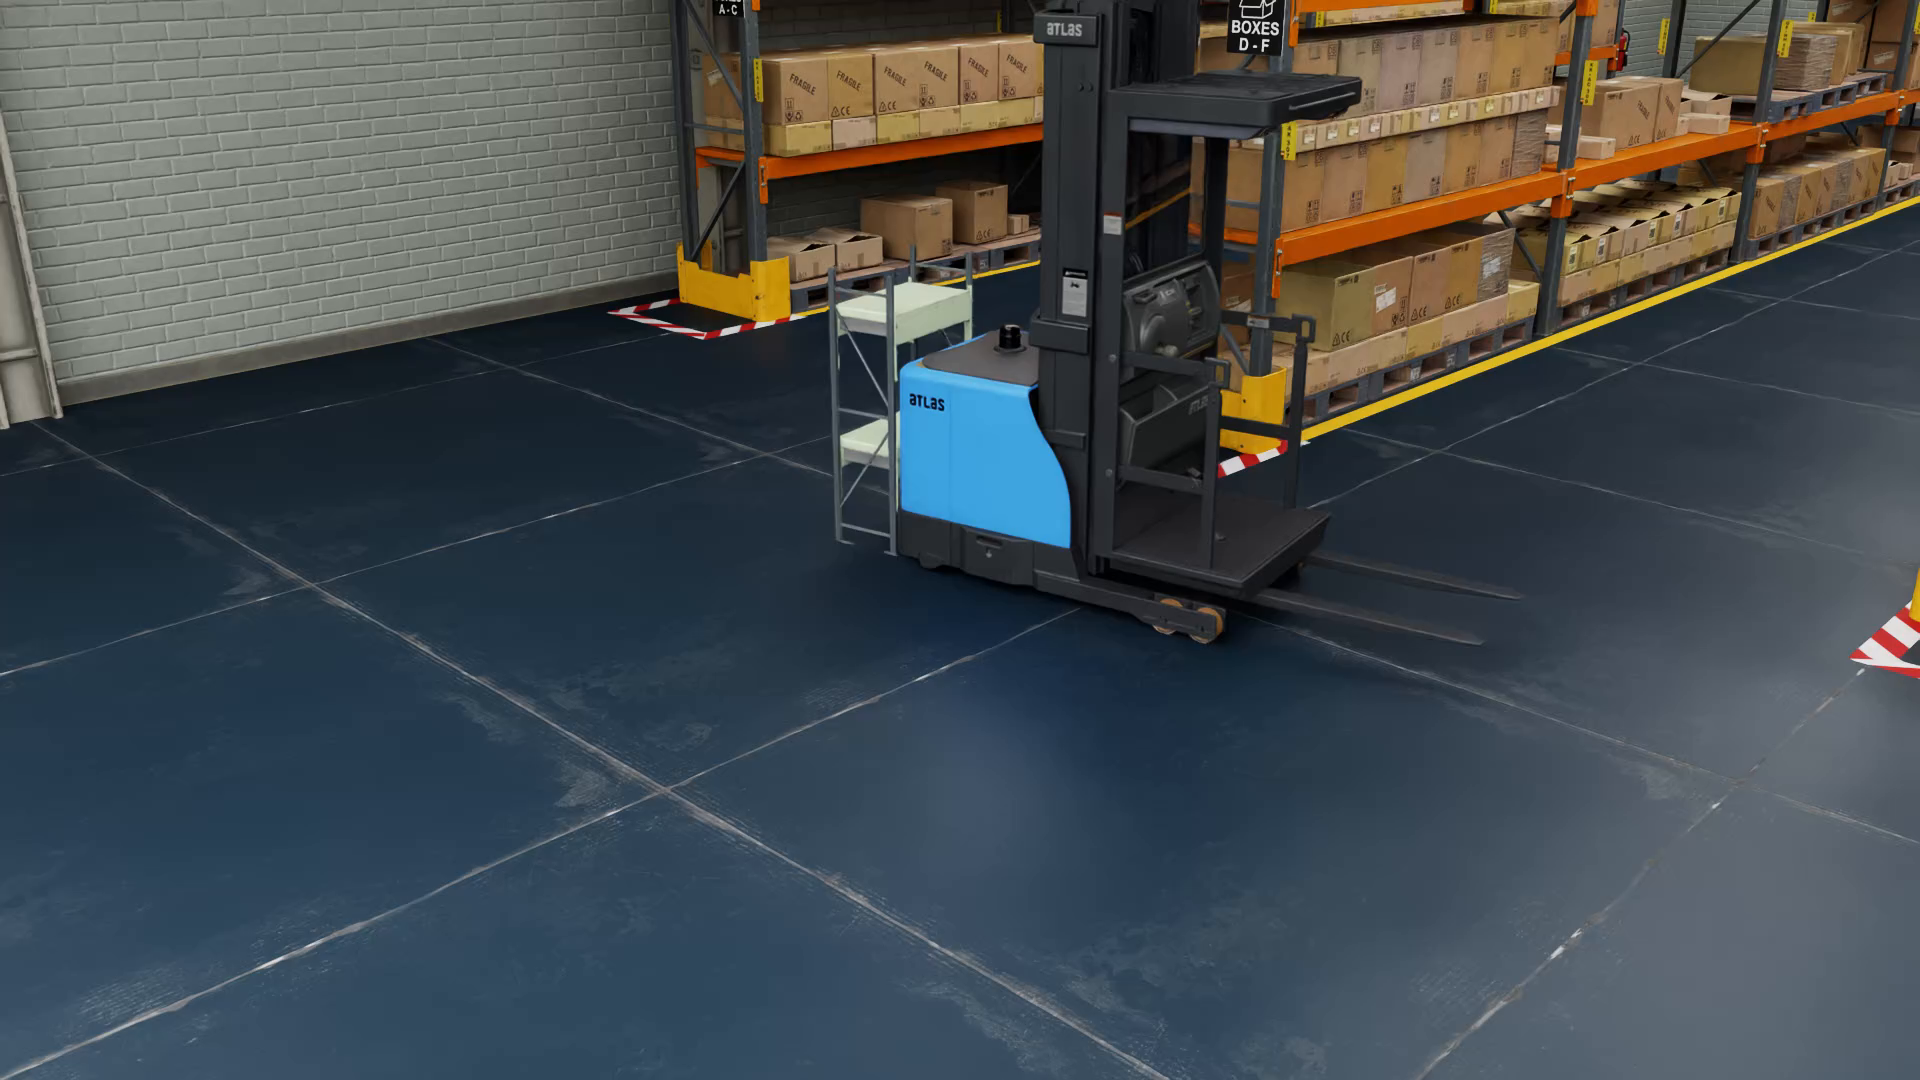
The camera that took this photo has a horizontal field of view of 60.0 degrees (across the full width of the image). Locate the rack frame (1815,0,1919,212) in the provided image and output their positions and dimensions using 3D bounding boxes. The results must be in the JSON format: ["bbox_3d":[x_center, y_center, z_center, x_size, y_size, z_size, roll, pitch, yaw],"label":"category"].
[{"bbox_3d":[9.939,-5.211,18.451,1.000,3.000,0.127,19,28,41],"label":"rack frame"}]

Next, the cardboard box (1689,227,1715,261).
[{"bbox_3d":[6.599,-2.765,15.336,0.500,0.250,0.500,19,28,40],"label":"cardboard box"}]

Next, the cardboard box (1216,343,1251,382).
[{"bbox_3d":[1.730,-1.251,11.394,0.500,0.250,0.500,19,28,41],"label":"cardboard box"}]

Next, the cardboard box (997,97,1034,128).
[{"bbox_3d":[0.339,-4.009,15.505,0.500,0.250,0.500,19,28,41],"label":"cardboard box"}]

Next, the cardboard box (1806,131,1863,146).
[{"bbox_3d":[10.133,-4.467,19.386,0.500,0.500,0.500,19,28,41],"label":"cardboard box"}]

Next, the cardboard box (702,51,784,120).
[{"bbox_3d":[-1.808,-3.829,13.991,0.500,0.500,0.500,19,28,40],"label":"cardboard box"}]

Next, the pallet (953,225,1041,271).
[{"bbox_3d":[0.363,-2.910,16.352,1.003,0.211,1.213,19,28,41],"label":"pallet"}]

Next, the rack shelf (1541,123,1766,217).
[{"bbox_3d":[5.753,-3.333,14.567,1.077,0.370,4.000,19,28,41],"label":"rack shelf"}]

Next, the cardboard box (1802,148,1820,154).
[{"bbox_3d":[9.062,-4.046,18.291,0.500,0.500,0.500,-20,28,-41],"label":"cardboard box"}]

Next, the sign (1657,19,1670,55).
[{"bbox_3d":[6.753,-4.819,15.929,0.100,0.325,0.005,19,28,41],"label":"sign"}]

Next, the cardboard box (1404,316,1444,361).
[{"bbox_3d":[3.148,-1.506,12.059,0.500,0.250,0.500,19,28,41],"label":"cardboard box"}]

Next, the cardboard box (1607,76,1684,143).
[{"bbox_3d":[5.989,-3.794,14.625,0.500,0.500,0.500,17,27,38],"label":"cardboard box"}]

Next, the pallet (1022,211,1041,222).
[{"bbox_3d":[1.348,-3.292,17.346,1.003,0.211,1.213,19,28,41],"label":"pallet"}]

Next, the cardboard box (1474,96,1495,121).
[{"bbox_3d":[3.610,-3.119,11.965,0.380,0.149,0.250,19,28,40],"label":"cardboard box"}]

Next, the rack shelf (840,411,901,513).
[{"bbox_3d":[-0.304,-0.462,9.095,0.431,0.370,0.720,13,25,31],"label":"rack shelf"}]

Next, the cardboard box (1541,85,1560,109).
[{"bbox_3d":[4.321,-3.380,12.645,0.380,0.149,0.250,19,28,41],"label":"cardboard box"}]

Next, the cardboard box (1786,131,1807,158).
[{"bbox_3d":[8.729,-4.279,17.852,0.500,0.250,0.500,19,28,41],"label":"cardboard box"}]

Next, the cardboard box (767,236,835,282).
[{"bbox_3d":[-1.437,-2.471,14.456,0.500,0.311,0.500,15,26,35],"label":"cardboard box"}]

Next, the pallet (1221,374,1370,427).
[{"bbox_3d":[2.071,-1.032,11.464,1.003,0.211,1.213,19,28,41],"label":"pallet"}]

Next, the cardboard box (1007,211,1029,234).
[{"bbox_3d":[0.454,-3.131,16.376,0.380,0.166,0.250,15,26,34],"label":"cardboard box"}]

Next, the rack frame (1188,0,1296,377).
[{"bbox_3d":[1.567,-2.126,10.425,1.000,3.000,0.127,19,28,41],"label":"rack frame"}]

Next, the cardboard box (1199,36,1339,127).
[{"bbox_3d":[1.939,-2.909,10.514,0.700,0.500,0.500,19,28,41],"label":"cardboard box"}]

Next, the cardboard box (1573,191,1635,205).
[{"bbox_3d":[5.854,-3.028,15.238,0.500,0.311,0.500,18,28,39],"label":"cardboard box"}]

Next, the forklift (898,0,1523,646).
[{"bbox_3d":[1.190,-1.100,7.850,3.031,2.935,1.130,13,25,31],"label":"forklift"}]

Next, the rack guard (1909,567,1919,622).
[{"bbox_3d":[5.133,0.250,7.727,1.175,0.500,0.348,19,28,41],"label":"rack guard"}]

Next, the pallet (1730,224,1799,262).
[{"bbox_3d":[7.696,-3.063,16.751,1.003,0.211,1.213,19,28,41],"label":"pallet"}]

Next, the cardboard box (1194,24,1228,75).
[{"bbox_3d":[2.422,-5.224,17.733,0.700,0.500,0.500,19,28,41],"label":"cardboard box"}]

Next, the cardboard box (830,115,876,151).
[{"bbox_3d":[-1.065,-3.487,14.148,0.500,0.250,0.500,18,28,39],"label":"cardboard box"}]

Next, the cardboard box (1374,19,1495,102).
[{"bbox_3d":[3.351,-3.432,11.876,0.700,0.500,0.500,19,28,41],"label":"cardboard box"}]

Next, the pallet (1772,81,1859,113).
[{"bbox_3d":[8.501,-4.594,17.114,1.003,0.211,1.213,19,28,41],"label":"pallet"}]

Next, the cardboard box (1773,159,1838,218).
[{"bbox_3d":[8.745,-3.666,17.302,0.500,0.500,0.500,18,27,39],"label":"cardboard box"}]

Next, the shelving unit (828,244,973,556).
[{"bbox_3d":[-0.304,-0.767,8.978,0.431,1.500,0.755,13,25,31],"label":"shelving unit"}]

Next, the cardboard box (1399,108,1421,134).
[{"bbox_3d":[2.892,-2.854,11.276,0.380,0.149,0.250,19,28,40],"label":"cardboard box"}]

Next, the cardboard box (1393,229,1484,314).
[{"bbox_3d":[3.488,-1.988,12.268,0.500,0.500,0.500,19,28,41],"label":"cardboard box"}]

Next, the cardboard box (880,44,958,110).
[{"bbox_3d":[-0.368,-4.093,14.679,0.500,0.500,0.500,-19,28,-40],"label":"cardboard box"}]

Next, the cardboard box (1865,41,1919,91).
[{"bbox_3d":[10.489,-5.320,18.596,0.500,0.500,0.500,-19,28,-41],"label":"cardboard box"}]

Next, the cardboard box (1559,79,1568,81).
[{"bbox_3d":[8.801,-6.526,23.868,0.380,0.149,0.250,19,28,40],"label":"cardboard box"}]

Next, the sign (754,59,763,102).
[{"bbox_3d":[-1.596,-3.633,13.140,0.100,0.325,0.005,19,28,41],"label":"sign"}]

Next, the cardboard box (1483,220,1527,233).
[{"bbox_3d":[4.435,-2.505,13.875,0.500,0.311,0.500,19,28,41],"label":"cardboard box"}]

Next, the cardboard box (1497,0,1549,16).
[{"bbox_3d":[7.290,-6.911,22.457,0.980,0.700,0.700,18,28,39],"label":"cardboard box"}]

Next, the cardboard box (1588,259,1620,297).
[{"bbox_3d":[5.174,-2.240,13.968,0.500,0.250,0.500,-19,28,-41],"label":"cardboard box"}]

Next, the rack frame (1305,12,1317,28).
[{"bbox_3d":[3.596,-5.421,18.999,1.000,3.000,0.127,19,28,41],"label":"rack frame"}]

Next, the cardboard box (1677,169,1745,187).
[{"bbox_3d":[7.632,-3.520,16.923,0.500,0.500,0.500,-19,28,-40],"label":"cardboard box"}]

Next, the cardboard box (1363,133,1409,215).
[{"bbox_3d":[2.616,-2.552,11.394,0.700,0.500,0.500,19,28,41],"label":"cardboard box"}]

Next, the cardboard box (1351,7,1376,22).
[{"bbox_3d":[4.472,-6.157,19.285,0.500,0.250,0.500,19,28,40],"label":"cardboard box"}]

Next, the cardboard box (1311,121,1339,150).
[{"bbox_3d":[2.178,-2.591,10.592,0.380,0.149,0.250,18,28,39],"label":"cardboard box"}]

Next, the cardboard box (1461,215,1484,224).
[{"bbox_3d":[3.810,-2.376,13.278,0.500,0.500,0.500,19,28,41],"label":"cardboard box"}]

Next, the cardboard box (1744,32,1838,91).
[{"bbox_3d":[8.281,-4.803,16.664,0.500,0.500,0.700,-14,25,-32],"label":"cardboard box"}]

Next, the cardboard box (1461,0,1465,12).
[{"bbox_3d":[6.244,-6.810,20.986,0.500,0.250,0.500,-19,28,-41],"label":"cardboard box"}]

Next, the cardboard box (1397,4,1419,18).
[{"bbox_3d":[5.170,-6.419,19.967,0.500,0.250,0.500,19,28,40],"label":"cardboard box"}]

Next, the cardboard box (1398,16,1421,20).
[{"bbox_3d":[5.195,-6.072,20.111,0.500,0.500,0.500,-19,28,-41],"label":"cardboard box"}]

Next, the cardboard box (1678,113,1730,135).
[{"bbox_3d":[6.719,-3.765,15.039,0.380,0.149,0.250,19,28,41],"label":"cardboard box"}]

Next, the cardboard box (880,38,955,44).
[{"bbox_3d":[-0.387,-4.355,15.361,0.500,0.500,0.500,-19,28,-41],"label":"cardboard box"}]

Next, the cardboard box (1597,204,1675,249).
[{"bbox_3d":[5.896,-2.768,14.561,0.500,0.311,0.500,-19,28,-41],"label":"cardboard box"}]

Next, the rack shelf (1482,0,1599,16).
[{"bbox_3d":[5.753,-4.733,14.029,1.077,0.370,4.000,19,28,41],"label":"rack shelf"}]

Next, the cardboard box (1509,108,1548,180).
[{"bbox_3d":[4.053,-3.085,12.782,0.700,0.500,0.500,18,28,39],"label":"cardboard box"}]

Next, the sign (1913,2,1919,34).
[{"bbox_3d":[10.339,-5.613,17.884,0.100,0.325,0.005,19,28,41],"label":"sign"}]
